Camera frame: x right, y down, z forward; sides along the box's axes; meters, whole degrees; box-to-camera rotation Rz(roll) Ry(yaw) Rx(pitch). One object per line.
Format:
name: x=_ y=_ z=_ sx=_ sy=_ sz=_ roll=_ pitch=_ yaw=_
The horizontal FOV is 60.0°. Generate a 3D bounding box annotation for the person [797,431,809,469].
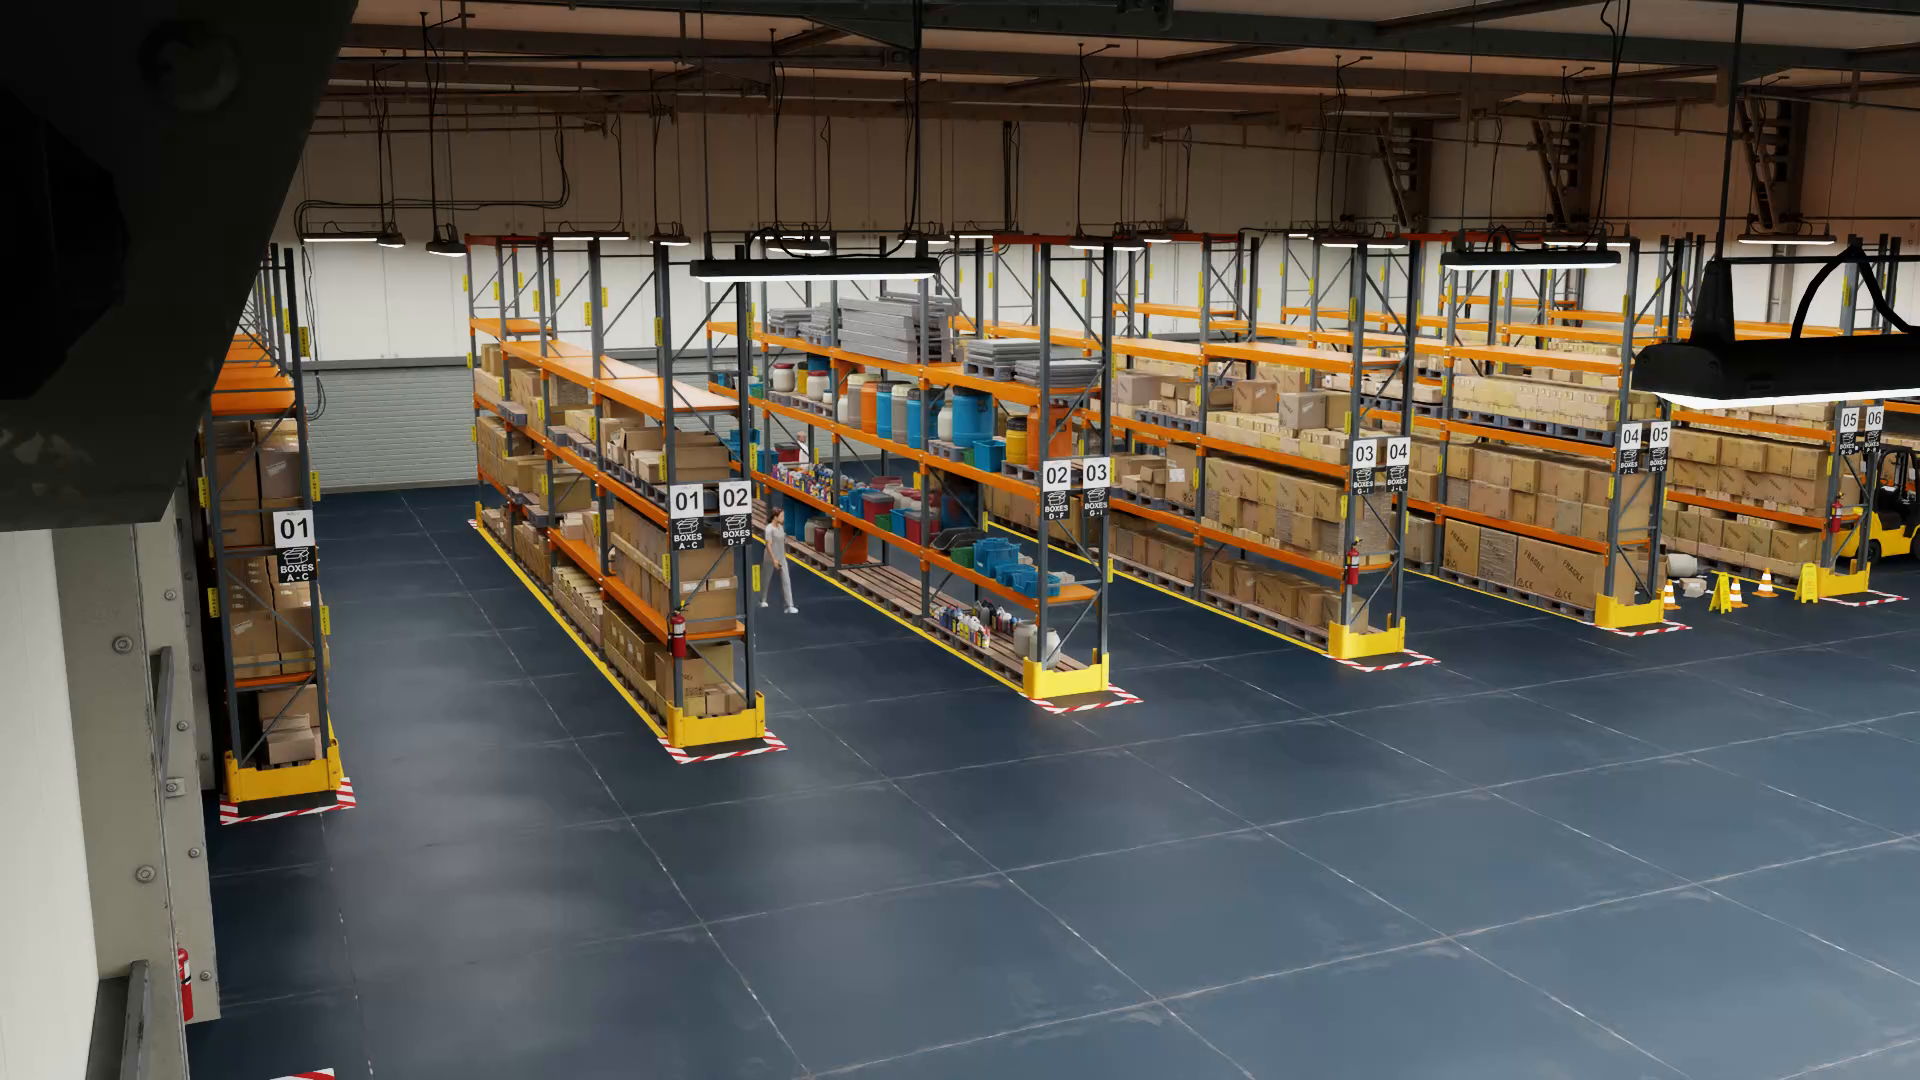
person: x=-3.416 y=-1.461 z=36.015 sx=0.466 sy=1.799 sz=0.661 roll=-1 pitch=11 yaw=-6

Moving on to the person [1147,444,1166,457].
person: x=5.002 y=-2.663 z=42.208 sx=0.619 sy=1.779 sz=0.812 roll=-3 pitch=12 yaw=-17

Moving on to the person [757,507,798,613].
person: x=-2.856 y=0.301 z=25.722 sx=0.390 sy=1.631 sz=0.982 roll=-6 pitch=13 yaw=-30
